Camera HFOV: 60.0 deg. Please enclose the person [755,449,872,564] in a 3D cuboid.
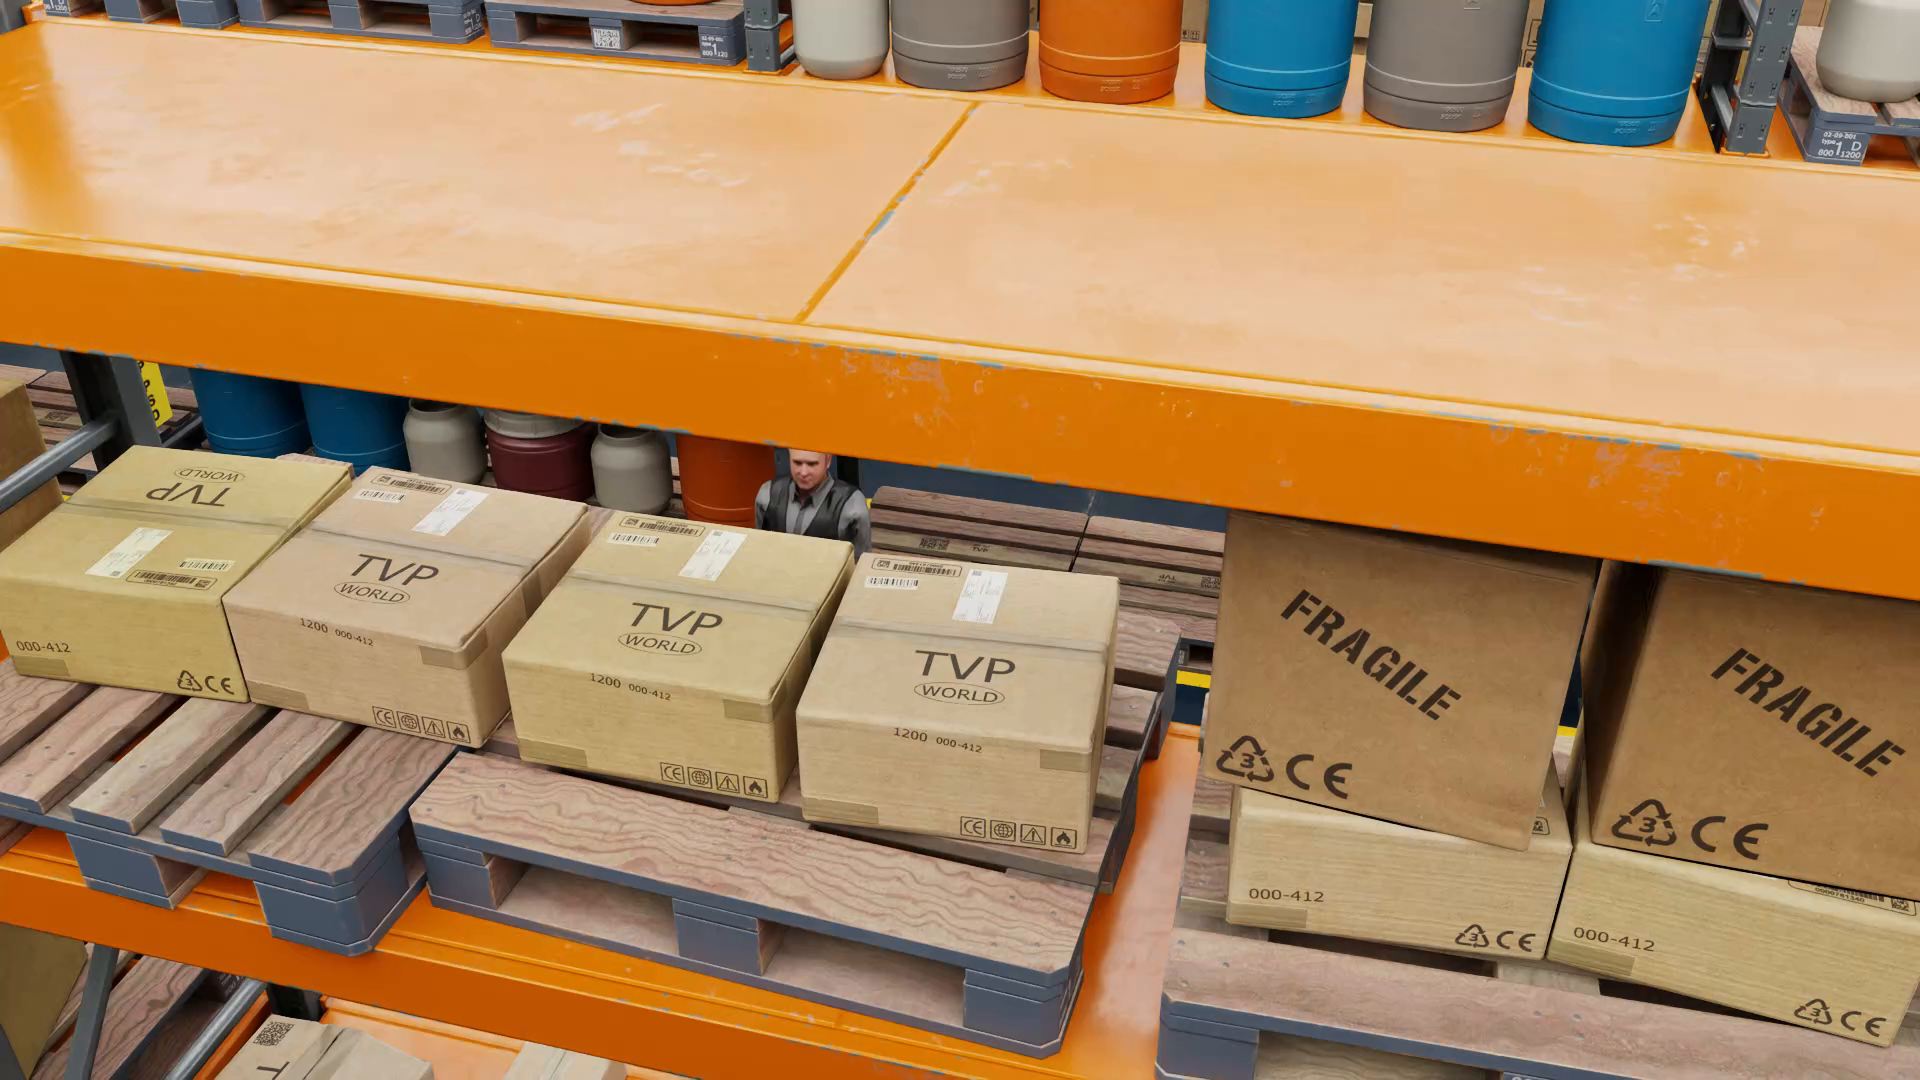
[{"bbox_3d":[-0.630,0.301,7.215,0.529,1.718,0.359,9,34,13],"label":"person"}]
